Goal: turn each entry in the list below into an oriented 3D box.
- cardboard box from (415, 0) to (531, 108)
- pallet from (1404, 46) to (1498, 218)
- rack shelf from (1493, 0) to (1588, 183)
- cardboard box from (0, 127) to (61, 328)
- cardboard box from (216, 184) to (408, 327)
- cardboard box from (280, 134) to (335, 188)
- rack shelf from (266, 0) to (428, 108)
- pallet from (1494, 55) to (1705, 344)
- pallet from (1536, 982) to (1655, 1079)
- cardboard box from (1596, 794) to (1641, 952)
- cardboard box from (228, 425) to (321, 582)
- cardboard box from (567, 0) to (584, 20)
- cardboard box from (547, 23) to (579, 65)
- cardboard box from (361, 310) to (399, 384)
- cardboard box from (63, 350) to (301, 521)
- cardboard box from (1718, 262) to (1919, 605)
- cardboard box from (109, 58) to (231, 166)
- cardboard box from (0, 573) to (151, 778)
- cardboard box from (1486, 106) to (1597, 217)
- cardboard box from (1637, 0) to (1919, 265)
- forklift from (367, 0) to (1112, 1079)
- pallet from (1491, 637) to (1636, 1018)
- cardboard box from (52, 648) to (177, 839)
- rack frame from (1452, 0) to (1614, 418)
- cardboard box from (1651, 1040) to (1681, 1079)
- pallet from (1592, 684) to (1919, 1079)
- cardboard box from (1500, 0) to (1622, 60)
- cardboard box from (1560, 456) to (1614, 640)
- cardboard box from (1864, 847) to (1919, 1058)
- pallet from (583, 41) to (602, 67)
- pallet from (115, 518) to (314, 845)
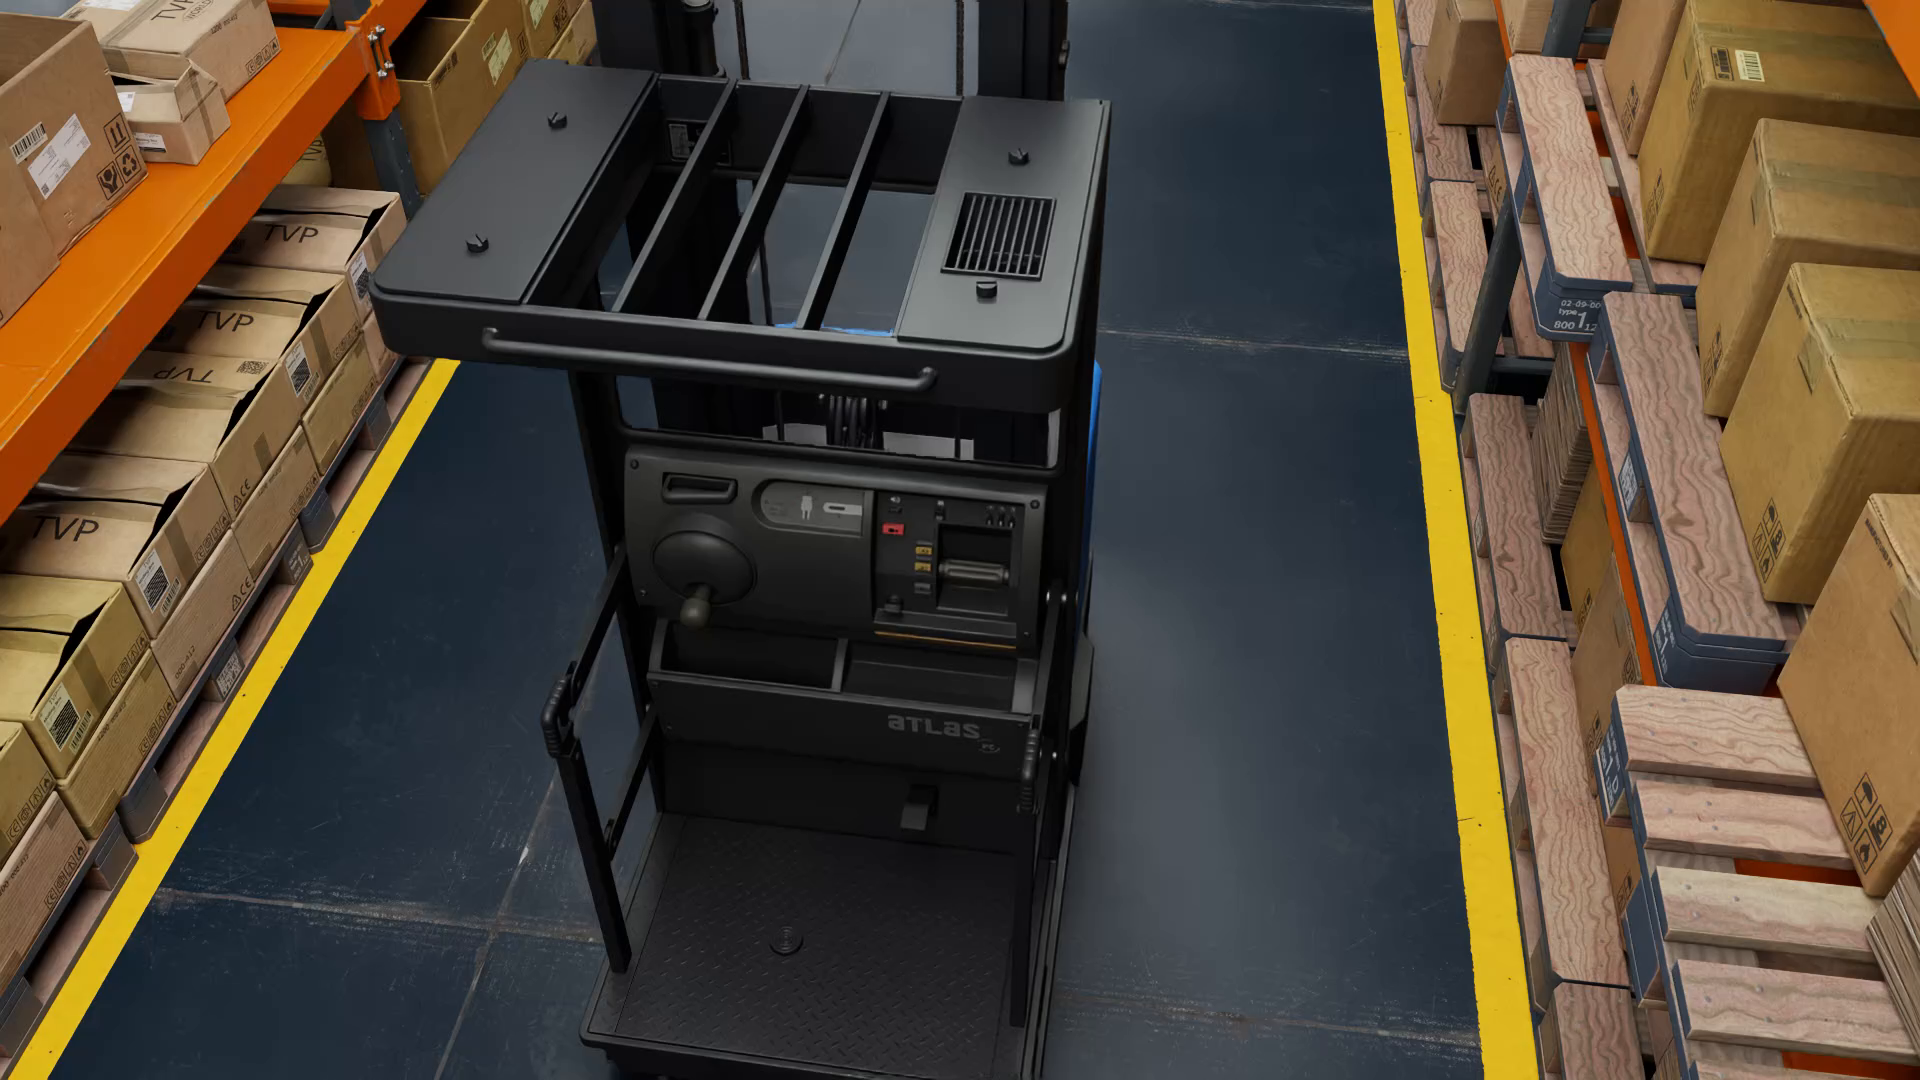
[{"bbox_3d":[-2.122,-2.052,6.885,0.500,0.500,0.500,5,44,6],"label":"cardboard box"},{"bbox_3d":[2.571,-1.831,7.531,1.003,0.211,1.213,5,44,6],"label":"pallet"},{"bbox_3d":[2.623,-2.651,6.891,1.077,0.370,4.000,5,44,6],"label":"rack shelf"},{"bbox_3d":[-2.806,-0.811,4.352,0.500,0.500,0.500,5,44,6],"label":"cardboard box"},{"bbox_3d":[-2.321,-1.053,5.967,0.500,0.311,0.500,5,44,6],"label":"cardboard box"},{"bbox_3d":[-2.707,-1.487,6.833,0.500,0.250,0.500,5,44,6],"label":"cardboard box"},{"bbox_3d":[-2.288,-3.099,7.364,1.077,0.370,4.000,5,44,6],"label":"rack shelf"},{"bbox_3d":[2.114,-0.972,4.734,1.003,0.211,1.213,5,44,6],"label":"pallet"},{"bbox_3d":[1.935,1.657,3.847,1.003,0.211,1.213,5,44,6],"label":"pallet"},{"bbox_3d":[2.094,0.748,4.277,0.700,0.500,0.500,5,44,5],"label":"cardboard box"},{"bbox_3d":[-2.455,-0.149,5.420,0.500,0.250,0.500,6,44,6],"label":"cardboard box"},{"bbox_3d":[-1.984,-2.733,7.604,0.500,0.500,0.500,5,44,6],"label":"cardboard box"},{"bbox_3d":[-2.048,-2.120,7.502,0.500,0.250,0.500,5,44,6],"label":"cardboard box"},{"bbox_3d":[-2.319,-0.842,6.152,0.500,0.250,0.500,5,44,5],"label":"cardboard box"},{"bbox_3d":[-2.452,-0.358,5.233,0.500,0.311,0.500,5,44,5],"label":"cardboard box"},{"bbox_3d":[2.025,-0.192,3.378,0.700,0.500,0.500,5,44,6],"label":"cardboard box"},{"bbox_3d":[-2.486,-1.332,5.073,0.396,0.266,0.258,4,44,4],"label":"cardboard box"},{"bbox_3d":[-2.590,0.335,4.501,0.500,0.311,0.500,4,44,4],"label":"cardboard box"},{"bbox_3d":[2.456,-1.512,6.664,0.500,0.500,0.500,2,43,2],"label":"cardboard box"},{"bbox_3d":[2.177,-1.021,4.254,0.700,0.500,0.500,9,44,10],"label":"cardboard box"},{"bbox_3d":[-0.309,0.117,3.495,1.130,2.935,3.031,6,44,6],"label":"forklift"},{"bbox_3d":[2.098,0.828,4.722,1.003,0.211,1.213,5,44,6],"label":"pallet"},{"bbox_3d":[-2.592,0.547,4.685,0.500,0.250,0.500,4,44,4],"label":"cardboard box"},{"bbox_3d":[2.359,-1.549,5.205,1.000,3.000,0.127,5,44,6],"label":"rack frame"},{"bbox_3d":[1.873,1.429,3.557,0.700,0.500,0.500,6,44,6],"label":"cardboard box"},{"bbox_3d":[1.819,0.751,2.915,1.213,0.211,1.003,5,44,6],"label":"pallet"},{"bbox_3d":[2.121,-1.852,5.619,0.500,0.250,0.500,5,44,6],"label":"cardboard box"},{"bbox_3d":[2.259,0.059,5.005,0.700,0.500,0.500,4,44,5],"label":"cardboard box"},{"bbox_3d":[1.882,0.660,2.479,0.700,0.500,0.500,1,43,1],"label":"cardboard box"},{"bbox_3d":[-2.246,-2.356,8.085,1.003,0.211,1.213,5,44,6],"label":"pallet"},{"bbox_3d":[-2.770,0.355,5.221,1.003,0.211,1.213,5,44,6],"label":"pallet"}]
